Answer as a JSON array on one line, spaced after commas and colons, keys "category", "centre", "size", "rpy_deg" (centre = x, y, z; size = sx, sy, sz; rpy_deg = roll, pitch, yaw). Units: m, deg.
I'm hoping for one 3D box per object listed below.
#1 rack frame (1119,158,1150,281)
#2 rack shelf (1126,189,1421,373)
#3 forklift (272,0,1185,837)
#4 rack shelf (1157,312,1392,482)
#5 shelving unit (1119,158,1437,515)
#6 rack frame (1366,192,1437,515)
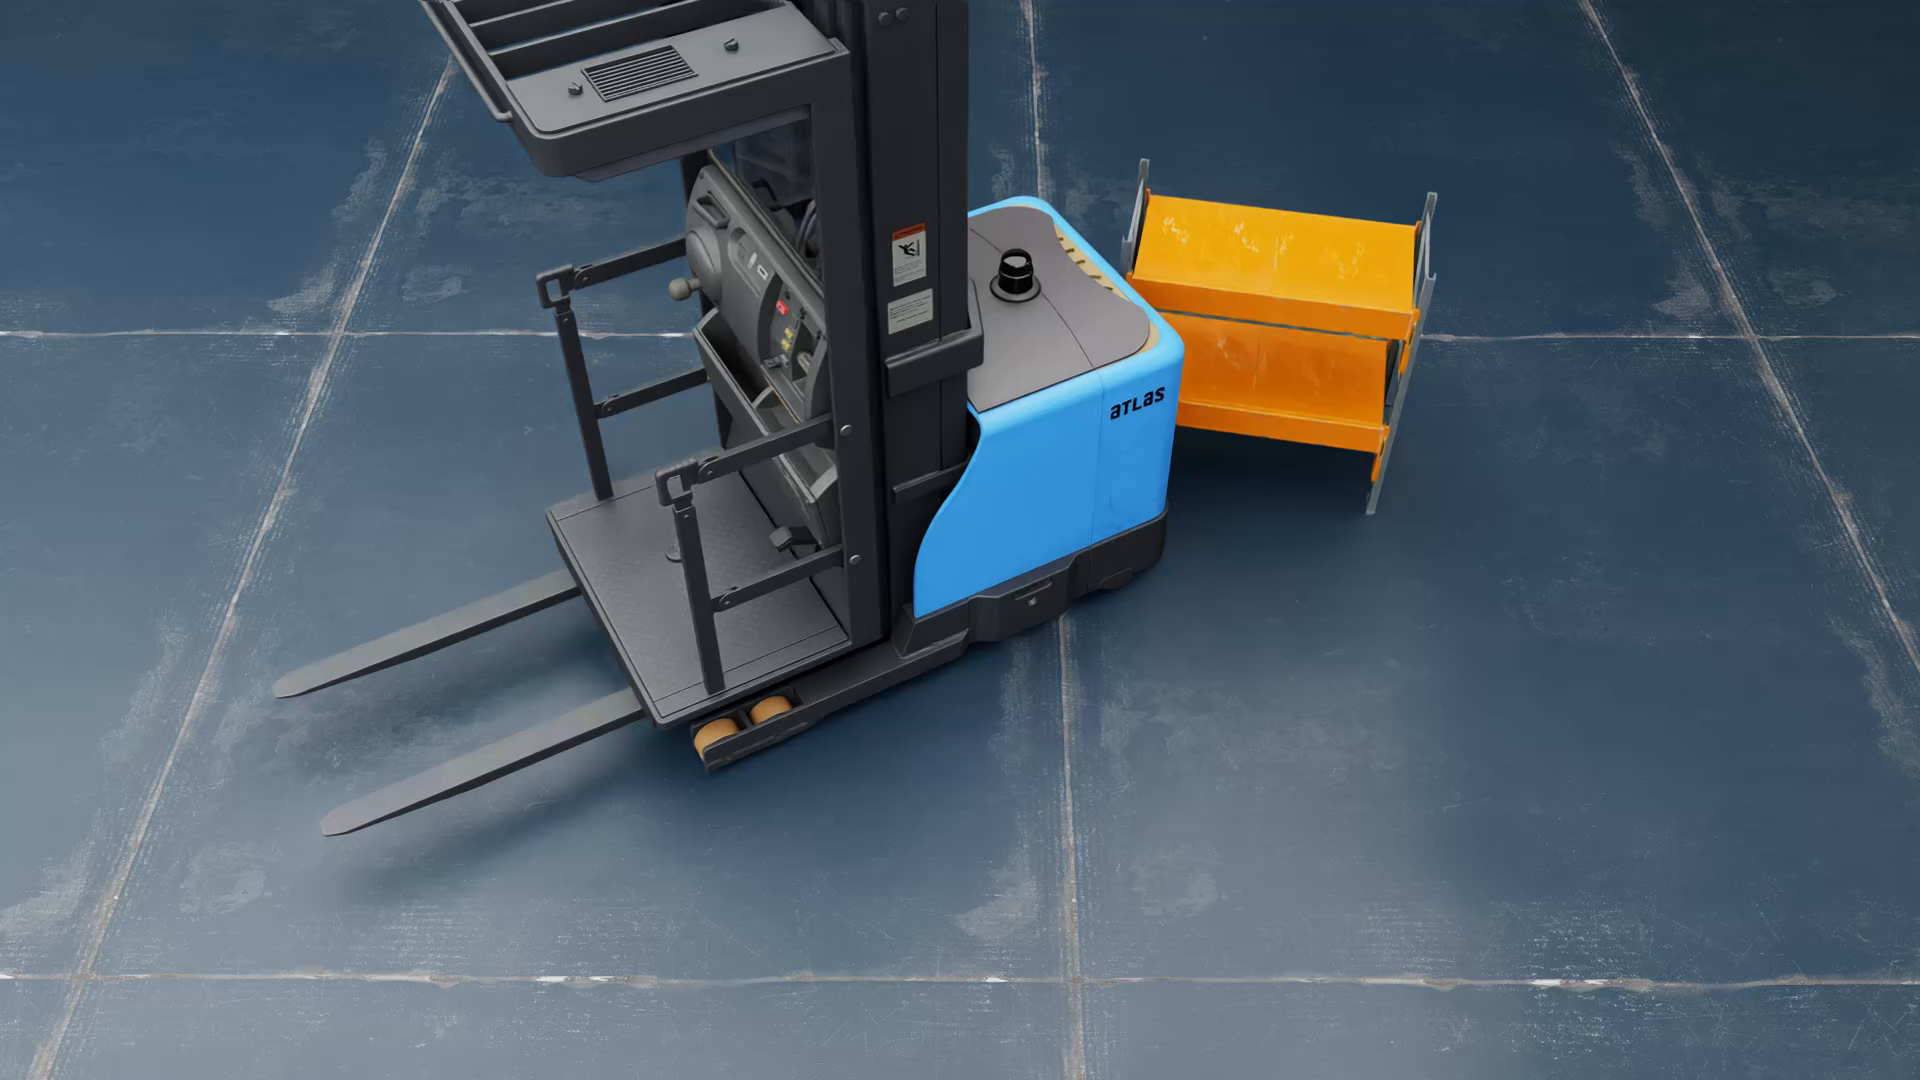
[{"category": "rack frame", "centre": [0.618, -0.811, 6.236], "size": [0.032, 1.125, 0.500], "rpy_deg": [9, 48, 8]}, {"category": "rack shelf", "centre": [1.116, -0.935, 5.952], "size": [1.000, 0.278, 0.538], "rpy_deg": [9, 48, 8]}, {"category": "forklift", "centre": [-0.791, -0.689, 4.889], "size": [3.031, 2.935, 1.130], "rpy_deg": [-22, 51, -19]}, {"category": "rack shelf", "centre": [1.116, -0.569, 6.345], "size": [1.000, 0.278, 0.538], "rpy_deg": [9, 48, 8]}, {"category": "shelving unit", "centre": [1.116, -0.736, 6.166], "size": [1.048, 1.125, 0.538], "rpy_deg": [9, 48, 8]}, {"category": "rack frame", "centre": [1.614, -0.661, 6.097], "size": [0.032, 1.125, 0.500], "rpy_deg": [9, 48, 8]}]
